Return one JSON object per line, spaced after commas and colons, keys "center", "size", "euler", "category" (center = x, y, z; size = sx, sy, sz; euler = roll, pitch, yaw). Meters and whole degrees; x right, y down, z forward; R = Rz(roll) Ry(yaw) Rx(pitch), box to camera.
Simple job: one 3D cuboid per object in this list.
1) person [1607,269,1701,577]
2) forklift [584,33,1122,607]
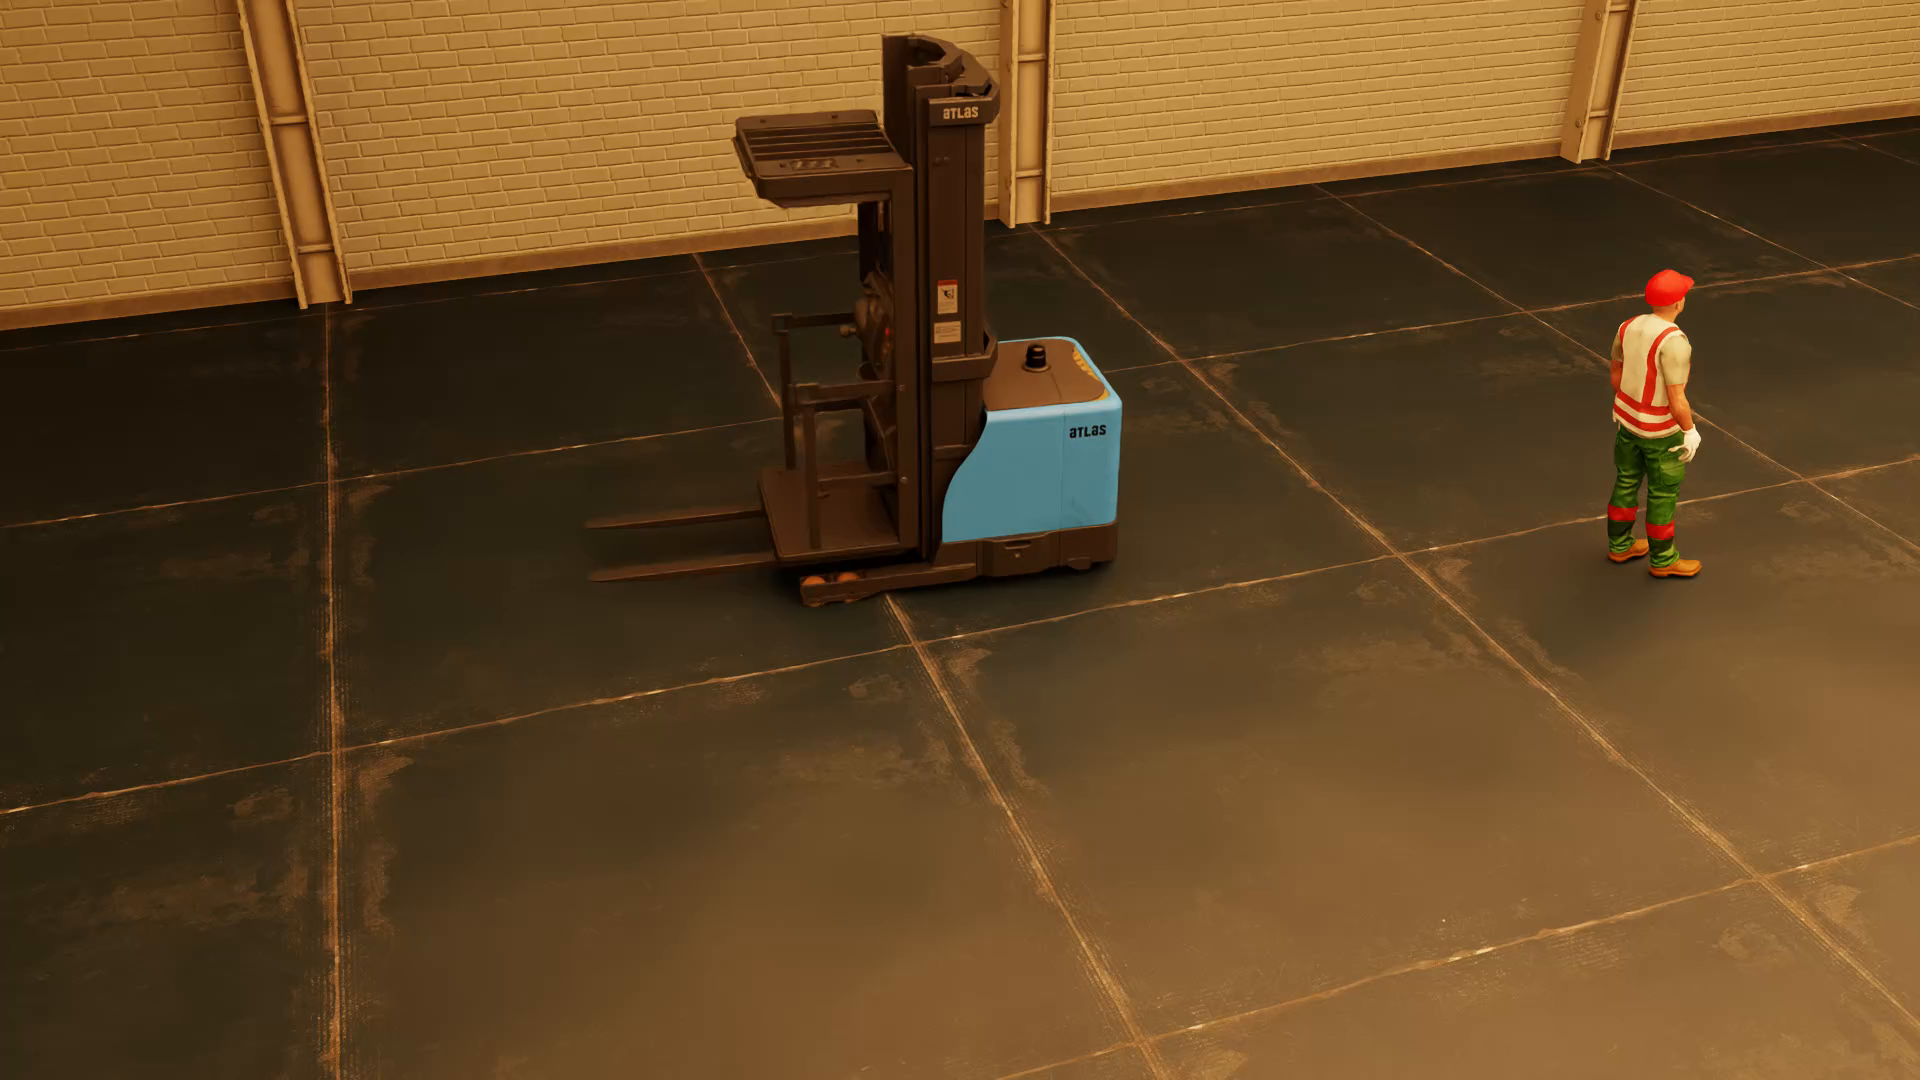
{"center": [3.962, -0.672, 9.385], "size": [0.564, 1.788, 0.637], "euler": [-10, 31, -16], "category": "person"}
{"center": [-0.655, -1.183, 9.143], "size": [3.031, 2.935, 1.130], "euler": [-7, 31, -11], "category": "forklift"}
